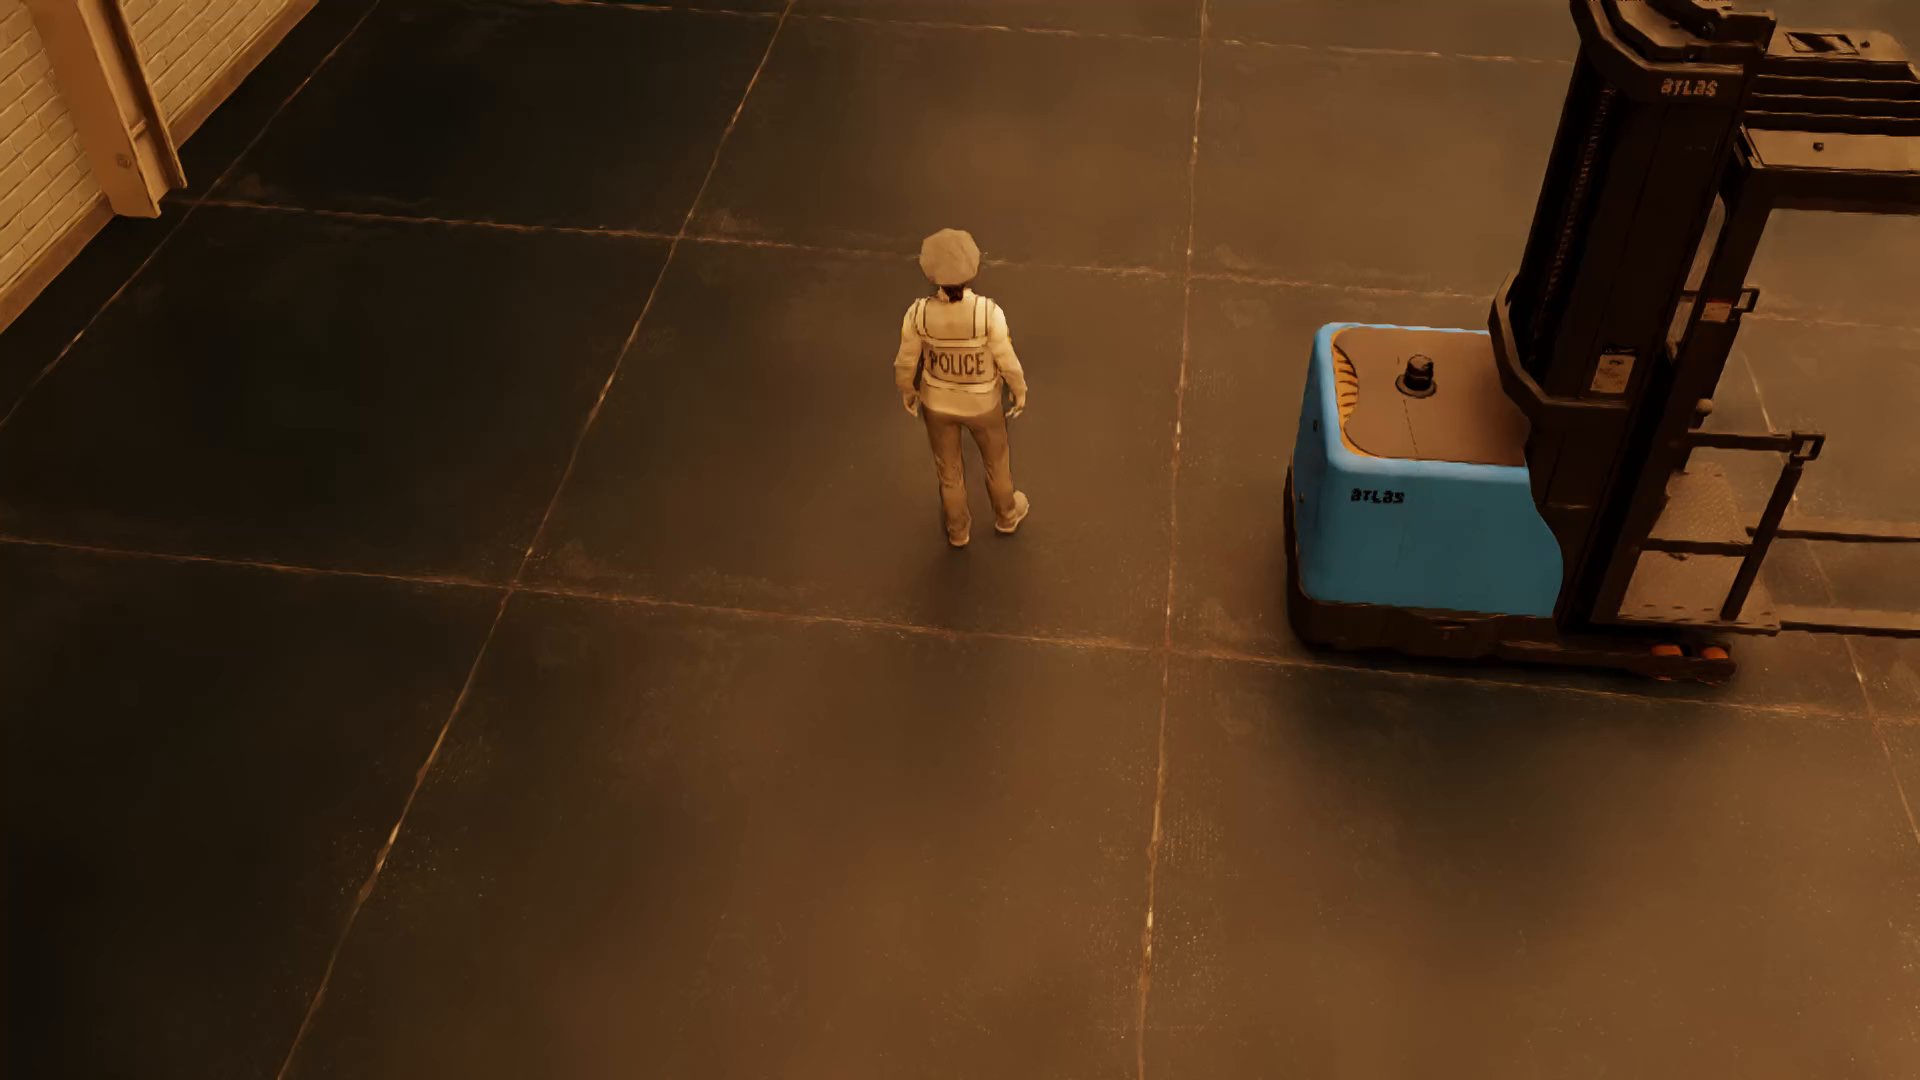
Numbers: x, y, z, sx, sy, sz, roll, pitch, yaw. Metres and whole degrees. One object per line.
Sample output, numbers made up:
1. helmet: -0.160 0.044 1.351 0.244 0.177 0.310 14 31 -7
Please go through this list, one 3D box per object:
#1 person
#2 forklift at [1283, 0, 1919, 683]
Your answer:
1. person: 0.016 -0.674 7.361 0.586 1.695 0.532 5 43 6
2. forklift: 3.019 -0.837 6.636 3.031 2.935 1.130 4 43 4
